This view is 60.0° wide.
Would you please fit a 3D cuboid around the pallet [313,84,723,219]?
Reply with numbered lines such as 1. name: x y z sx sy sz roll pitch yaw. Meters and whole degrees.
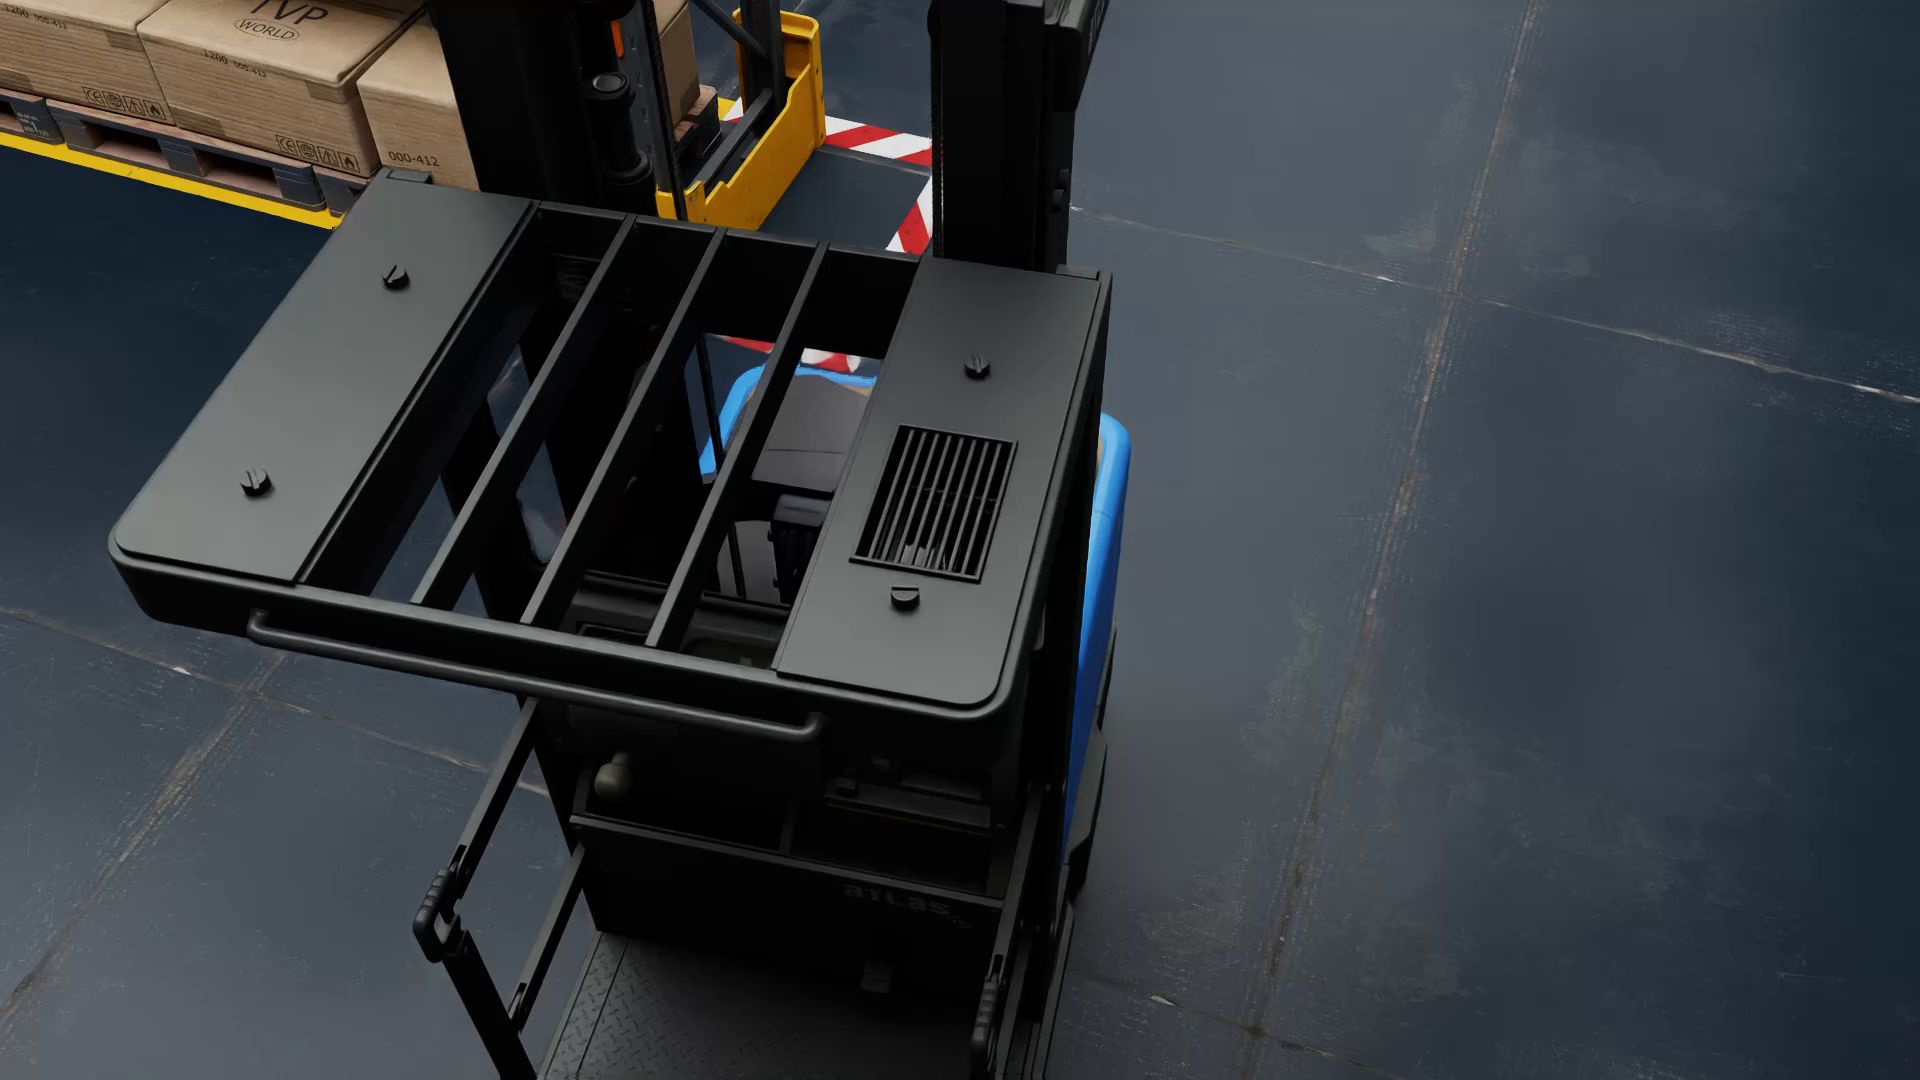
1. pallet: -1.678 -1.501 6.411 1.213 0.211 1.003 16 51 13

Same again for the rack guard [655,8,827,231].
1. rack guard: -0.879 -1.435 6.163 0.348 0.500 1.175 16 51 13

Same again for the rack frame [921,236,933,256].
1. rack frame: -0.099 -0.421 4.821 0.006 1.200 0.240 16 51 13

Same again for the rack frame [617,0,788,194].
1. rack frame: -0.901 -2.260 5.224 0.127 3.000 1.000 16 51 13

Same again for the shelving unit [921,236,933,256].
1. shelving unit: -0.014 -0.397 4.800 0.189 1.200 0.258 16 51 13

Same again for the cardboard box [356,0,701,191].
1. cardboard box: -1.555 -1.661 6.122 0.875 0.438 0.875 14 51 12

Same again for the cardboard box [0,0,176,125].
1. cardboard box: -3.261 -2.132 6.530 0.875 0.438 0.875 14 51 12

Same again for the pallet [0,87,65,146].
1. pallet: -3.967 -2.140 6.965 1.213 0.211 1.003 16 51 13

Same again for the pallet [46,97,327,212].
1. pallet: -2.819 -1.822 6.689 1.213 0.211 1.003 16 51 13

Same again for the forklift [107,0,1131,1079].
1. forklift: -0.385 0.442 2.927 1.130 2.935 3.031 10 50 8

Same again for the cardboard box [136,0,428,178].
1. cardboard box: -2.416 -1.894 6.325 0.875 0.438 0.875 17 51 14

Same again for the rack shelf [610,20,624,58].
1. rack shelf: -2.777 -2.549 5.950 4.000 0.370 1.077 16 51 13
